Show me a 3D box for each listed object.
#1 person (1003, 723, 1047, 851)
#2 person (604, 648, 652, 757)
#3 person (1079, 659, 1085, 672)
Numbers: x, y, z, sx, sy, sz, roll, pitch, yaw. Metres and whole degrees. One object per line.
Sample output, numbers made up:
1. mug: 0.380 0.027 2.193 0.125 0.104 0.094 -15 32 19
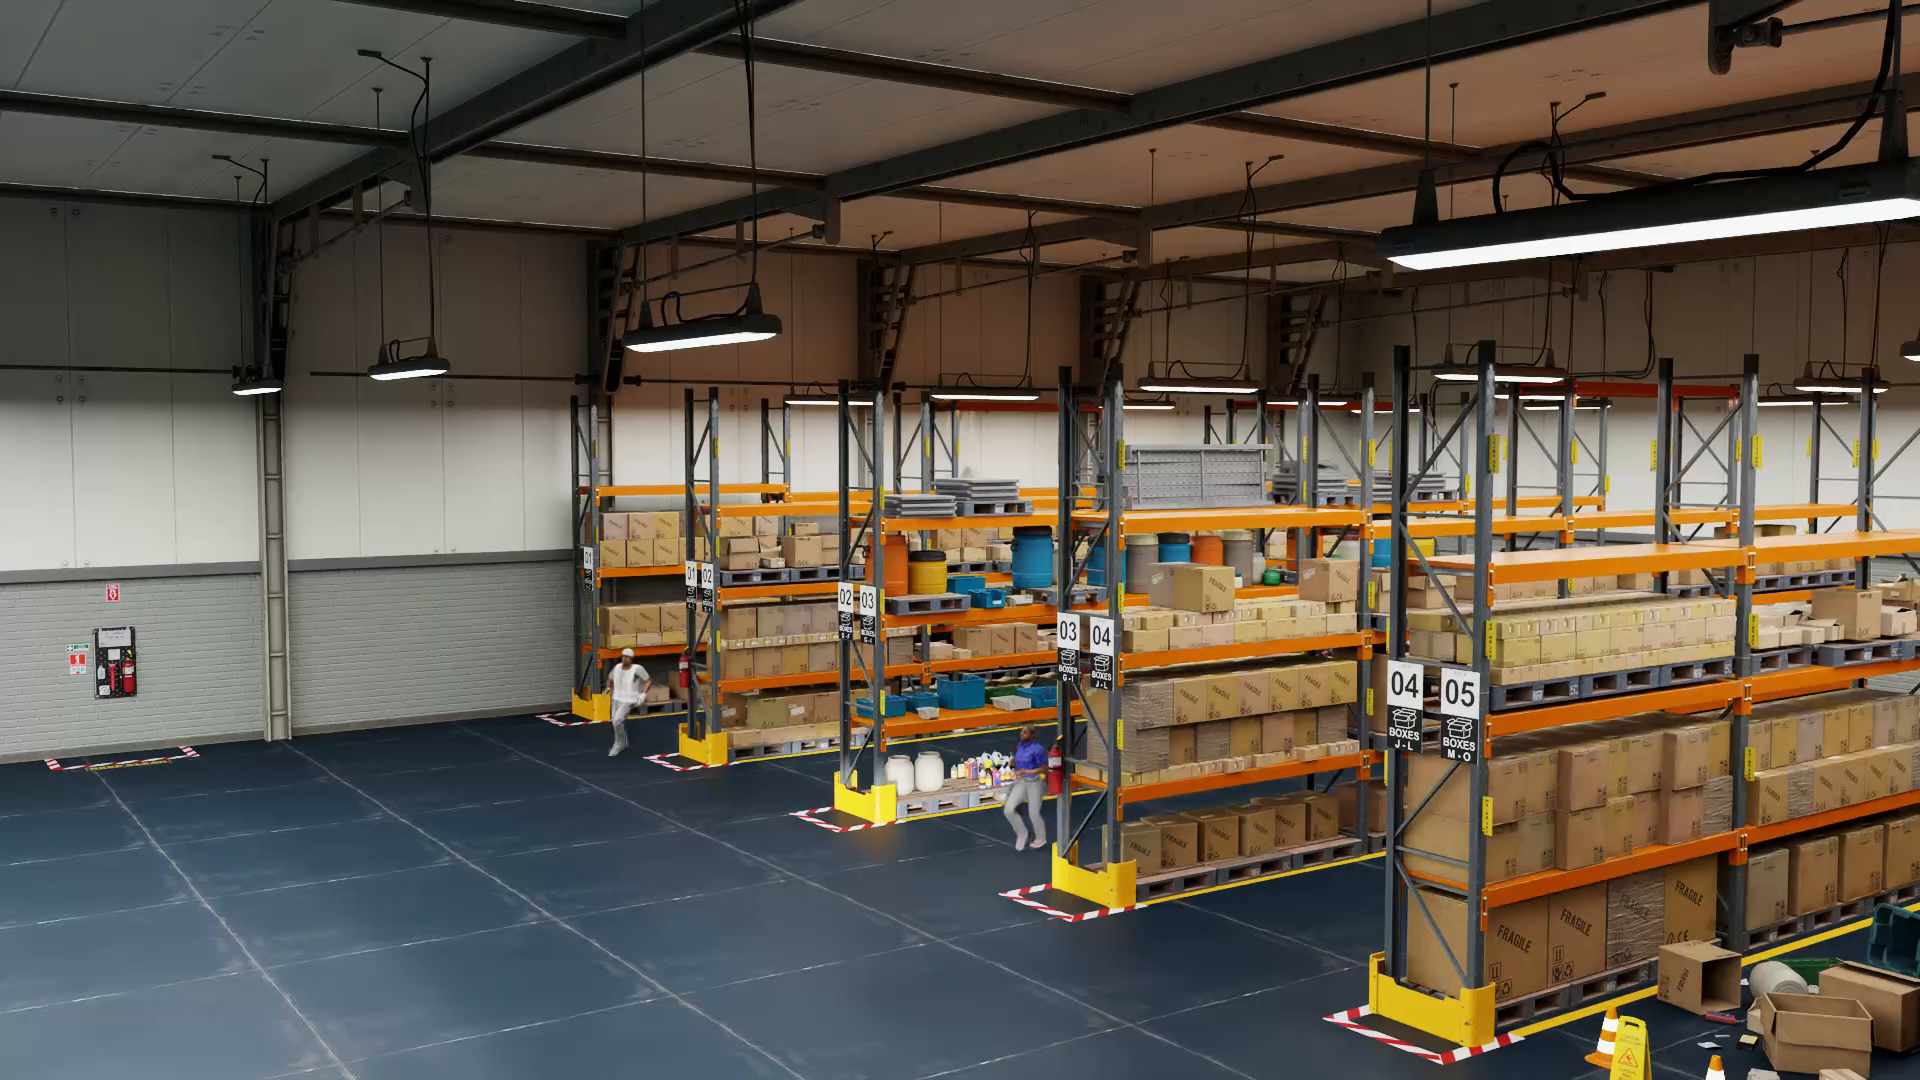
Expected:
1. person: 0.864 3.096 20.799 0.565 1.633 0.705 3 5 40
2. person: -5.490 2.658 27.274 0.745 1.788 0.667 2 4 28
3. person: 2.732 1.876 35.191 0.864 1.777 0.655 -3 5 -44
